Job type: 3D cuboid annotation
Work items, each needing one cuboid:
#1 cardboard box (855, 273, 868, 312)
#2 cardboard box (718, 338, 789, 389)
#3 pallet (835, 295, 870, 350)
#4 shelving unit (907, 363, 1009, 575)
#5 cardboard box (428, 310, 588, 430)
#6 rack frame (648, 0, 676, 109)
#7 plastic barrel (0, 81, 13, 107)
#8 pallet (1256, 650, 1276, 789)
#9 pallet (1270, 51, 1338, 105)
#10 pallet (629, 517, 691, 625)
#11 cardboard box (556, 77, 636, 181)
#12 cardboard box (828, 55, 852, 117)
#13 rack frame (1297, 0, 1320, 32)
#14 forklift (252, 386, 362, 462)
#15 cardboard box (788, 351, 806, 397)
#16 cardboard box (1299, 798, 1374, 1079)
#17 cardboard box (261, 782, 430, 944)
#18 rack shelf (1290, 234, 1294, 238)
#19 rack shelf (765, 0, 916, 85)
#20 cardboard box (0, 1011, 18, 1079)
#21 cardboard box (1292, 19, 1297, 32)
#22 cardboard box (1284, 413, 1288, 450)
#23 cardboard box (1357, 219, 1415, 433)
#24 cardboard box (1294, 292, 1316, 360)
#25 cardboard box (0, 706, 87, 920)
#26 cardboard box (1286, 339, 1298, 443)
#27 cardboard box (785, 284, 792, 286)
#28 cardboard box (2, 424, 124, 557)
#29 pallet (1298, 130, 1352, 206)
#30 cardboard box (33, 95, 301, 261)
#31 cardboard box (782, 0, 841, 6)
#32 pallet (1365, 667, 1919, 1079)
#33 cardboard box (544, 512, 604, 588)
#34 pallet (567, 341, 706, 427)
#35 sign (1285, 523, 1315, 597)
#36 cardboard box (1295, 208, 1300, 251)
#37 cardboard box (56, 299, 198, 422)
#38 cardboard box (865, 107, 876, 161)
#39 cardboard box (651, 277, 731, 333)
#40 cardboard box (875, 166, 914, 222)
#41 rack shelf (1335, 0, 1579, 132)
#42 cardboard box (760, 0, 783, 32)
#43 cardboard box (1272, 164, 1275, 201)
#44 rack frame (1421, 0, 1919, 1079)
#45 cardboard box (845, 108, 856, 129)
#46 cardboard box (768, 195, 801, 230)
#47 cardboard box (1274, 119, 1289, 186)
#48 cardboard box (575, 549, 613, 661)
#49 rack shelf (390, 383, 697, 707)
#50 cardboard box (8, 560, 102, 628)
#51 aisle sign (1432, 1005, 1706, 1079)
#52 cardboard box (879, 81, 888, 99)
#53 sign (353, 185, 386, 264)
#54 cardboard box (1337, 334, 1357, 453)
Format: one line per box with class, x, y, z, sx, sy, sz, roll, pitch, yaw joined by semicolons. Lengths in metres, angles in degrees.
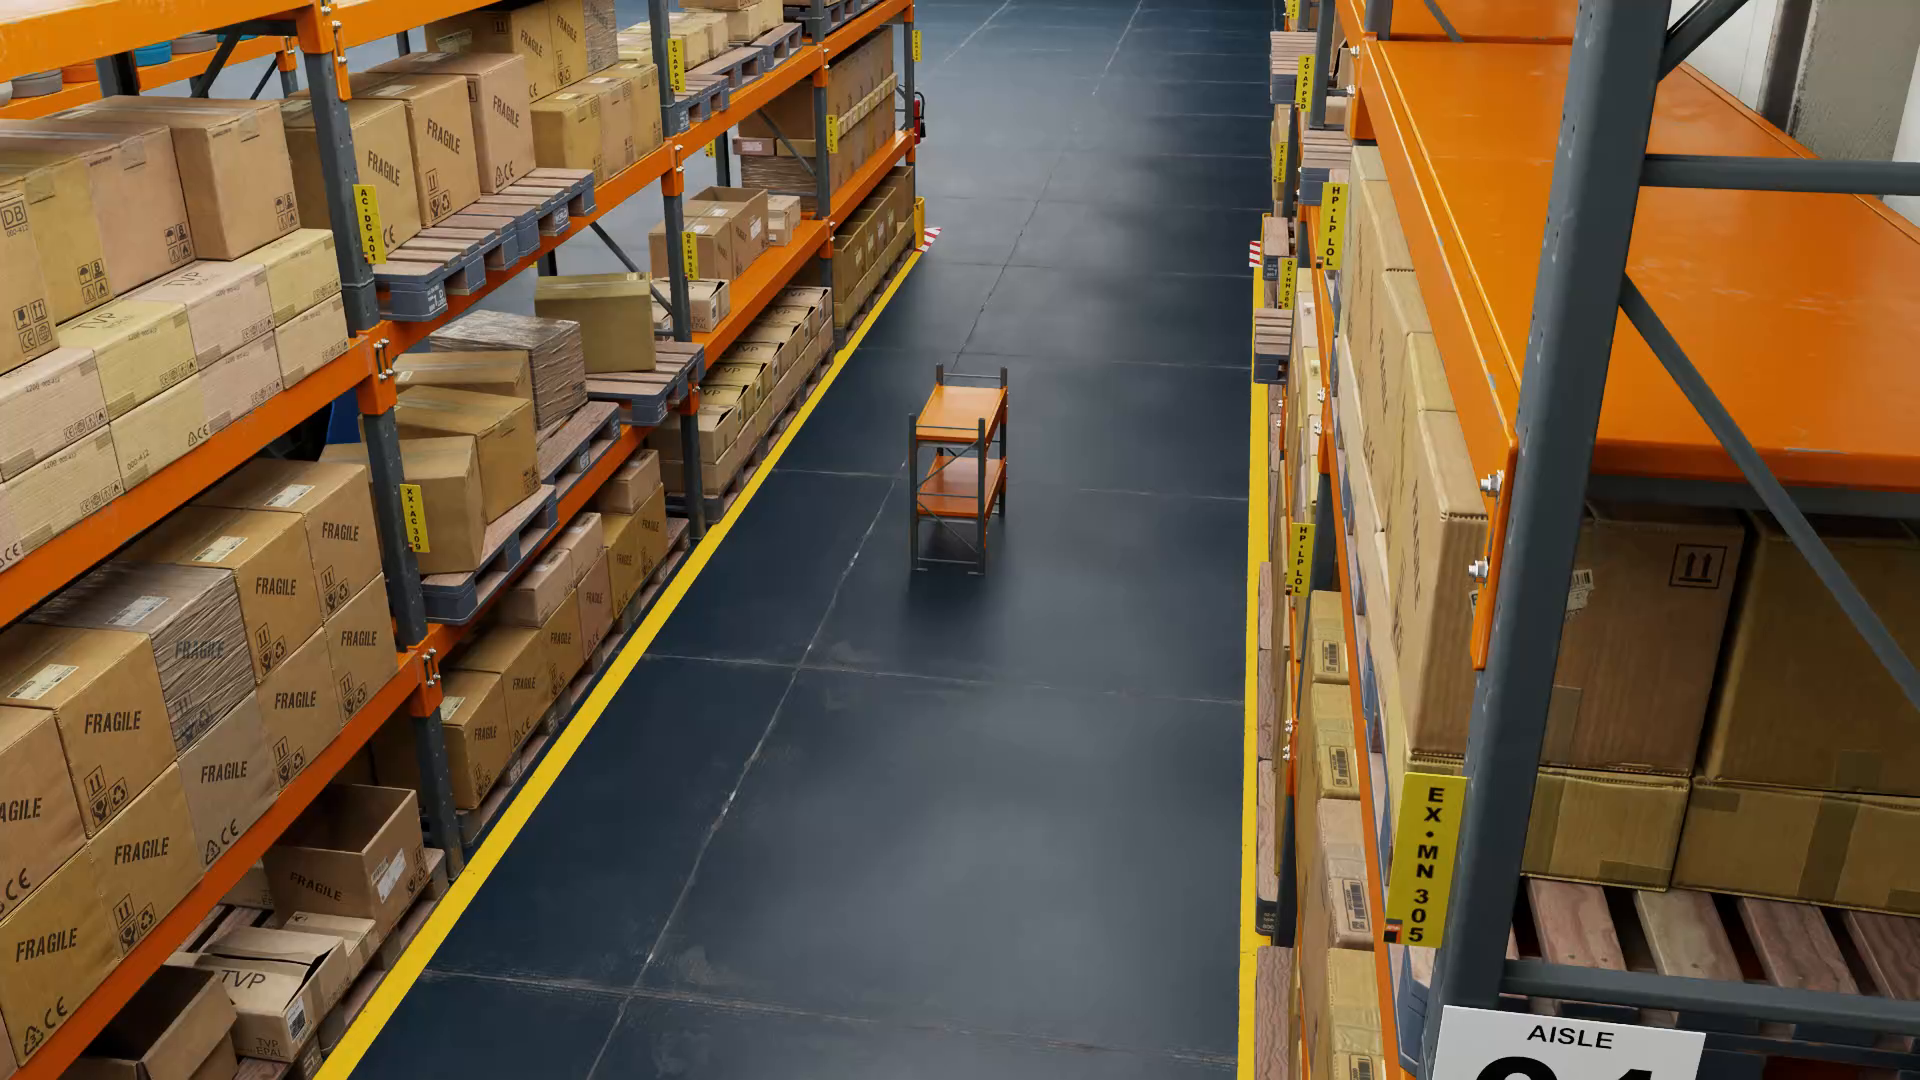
cardboard box;-1.195;-2.410;16.108;0.500;0.250;0.500;4;25;9
cardboard box;-1.688;-1.456;13.409;0.500;0.311;0.500;4;25;8
pallet;-1.485;-2.150;16.094;1.003;0.211;1.213;4;25;9
shelving unit;-0.001;-0.507;11.505;0.538;1.125;1.048;4;25;9
cardboard box;-2.640;-1.005;9.746;0.700;0.500;0.500;9;27;18
rack frame;-2.310;-4.127;9.952;1.000;3.000;0.127;4;25;9
plastic barrel;-6.843;-3.273;11.533;0.421;0.512;0.421;0;25;0
pallet;2.173;1.028;9.305;1.003;0.211;1.213;4;25;9
pallet;2.859;-3.330;12.009;1.213;0.211;1.003;4;25;9
pallet;-2.470;0.163;11.154;1.003;0.211;1.213;4;25;9
cardboard box;-2.432;-2.416;9.717;0.910;0.500;0.500;4;25;9
cardboard box;-1.426;-4.323;15.798;0.700;0.500;0.500;4;25;8
rack frame;3.231;-5.458;12.797;1.000;3.000;0.127;4;25;9
forklift;-5.019;-1.239;10.941;1.130;2.935;3.031;5;26;11
cardboard box;-1.606;-1.409;13.970;0.500;0.250;0.500;5;25;10
cardboard box;1.585;1.304;5.071;0.980;0.700;0.700;3;25;6
cardboard box;-2.777;1.454;7.536;0.500;0.500;0.500;4;25;9
rack shelf;3.558;-3.252;16.008;1.077;0.370;4.000;4;25;9
rack shelf;-1.330;-4.952;16.102;1.077;0.370;4.000;4;25;9
cardboard box;-3.206;1.507;4.874;0.500;0.500;0.500;4;25;8
cardboard box;3.165;-4.593;14.345;0.500;0.500;0.500;2;25;4
cardboard box;2.118;-0.632;9.835;0.380;0.149;0.250;5;26;10
cardboard box;1.377;-0.560;4.549;0.500;0.500;0.500;4;25;9
cardboard box;2.162;-1.200;9.399;0.500;0.250;0.500;4;25;8
cardboard box;-3.120;0.842;5.115;0.500;0.500;0.500;4;25;9
cardboard box;2.151;-0.854;9.543;0.500;0.500;0.500;5;26;10
cardboard box;-1.796;-2.237;15.739;0.500;0.250;0.500;4;25;9
cardboard box;-3.033;-0.179;5.233;0.500;0.250;0.500;4;25;9
pallet;2.525;-2.068;9.315;1.213;0.211;1.003;5;26;11
cardboard box;-3.006;-1.388;6.341;0.700;0.500;0.500;4;25;9
cardboard box;-1.314;-4.933;14.434;0.500;0.500;0.500;6;26;13
pallet;1.381;0.648;3.393;1.003;0.211;1.213;4;25;9
cardboard box;-2.400;0.043;9.666;0.500;0.250;0.500;4;25;8
pallet;-2.352;-1.035;10.649;1.213;0.211;1.003;4;25;9
sign;1.387;0.082;6.763;0.100;0.325;0.005;4;25;9
cardboard box;3.016;-2.542;13.006;0.700;0.500;0.500;7;26;14
cardboard box;-2.945;-0.614;5.573;0.500;0.250;0.500;4;25;9
cardboard box;-1.260;-4.180;17.023;0.700;0.500;0.500;4;25;9
cardboard box;-1.973;-1.730;12.014;0.500;0.311;0.500;4;25;8
cardboard box;-0.797;-3.796;18.184;0.500;0.500;0.500;4;25;9
rack shelf;2.251;-2.442;7.673;1.077;0.370;4.000;4;25;9
cardboard box;-1.767;-4.307;13.556;0.500;0.250;0.500;7;26;14
cardboard box;3.166;-3.321;15.460;0.500;0.250;0.500;4;25;8
rack frame;1.270;-0.440;2.074;1.000;3.000;0.127;4;25;9
cardboard box;-1.215;-4.060;16.003;0.380;0.149;0.250;3;25;7
cardboard box;-1.694;-2.806;14.384;0.500;0.250;0.500;6;26;12
cardboard box;3.079;-3.450;14.852;0.500;0.500;0.500;4;25;8
cardboard box;-2.396;0.367;9.858;0.500;0.500;0.500;3;25;7
rack shelf;-2.637;-0.248;9.590;1.077;0.370;4.000;4;25;9
cardboard box;-3.487;0.373;6.117;0.500;0.500;0.500;3;25;7
aisle sign;0.962;1.109;2.775;0.394;0.787;0.004;4;25;9
cardboard box;-0.960;-4.705;17.381;0.380;0.149;0.250;4;25;8
sign;-2.427;-1.295;6.831;0.100;0.325;0.005;4;25;9
cardboard box;1.453;-0.439;5.174;0.500;0.250;0.500;3;25;7
